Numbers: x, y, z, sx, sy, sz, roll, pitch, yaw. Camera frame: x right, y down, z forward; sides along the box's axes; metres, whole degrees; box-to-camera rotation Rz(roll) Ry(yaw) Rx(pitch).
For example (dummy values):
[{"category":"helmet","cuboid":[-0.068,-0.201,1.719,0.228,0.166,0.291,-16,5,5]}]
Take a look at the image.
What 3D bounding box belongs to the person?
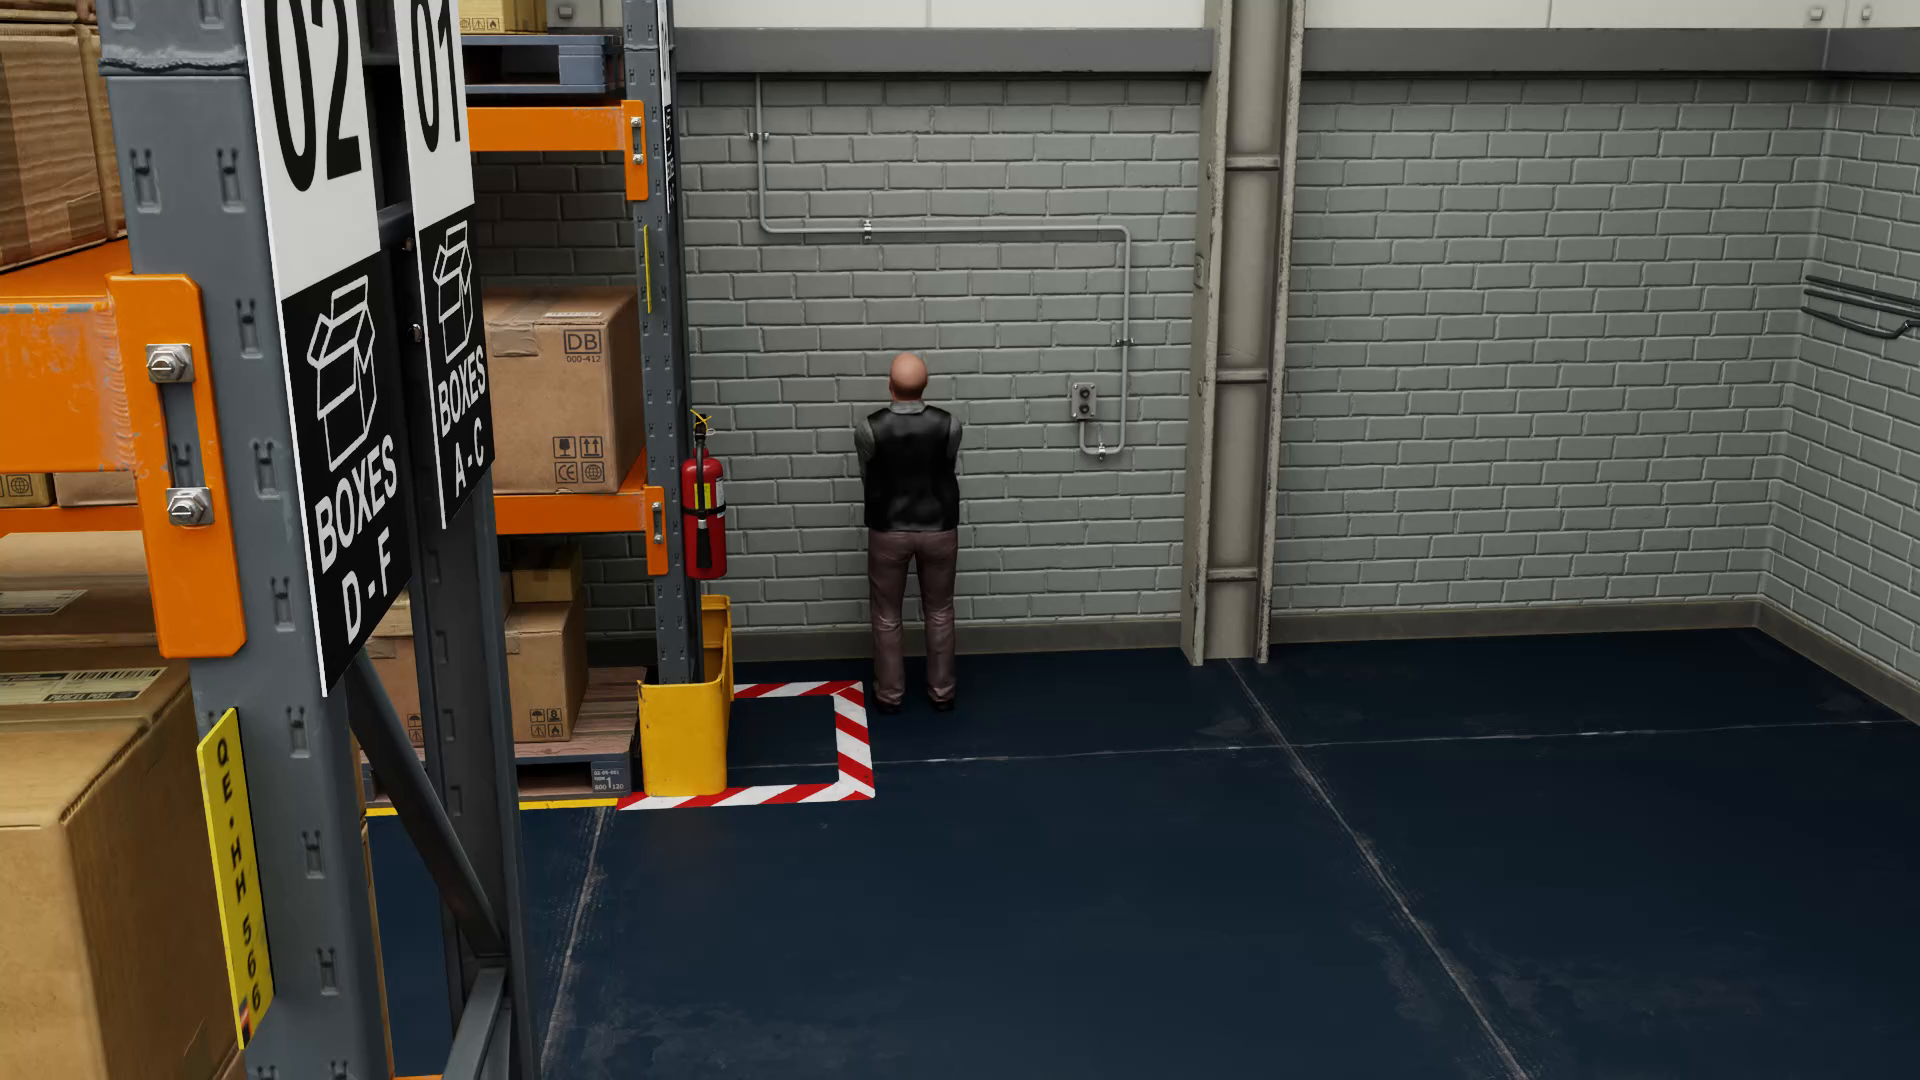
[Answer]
[{"category":"person","cuboid":[-0.248,-0.053,7.776,0.494,1.711,0.551,-2,17,-7]}]
